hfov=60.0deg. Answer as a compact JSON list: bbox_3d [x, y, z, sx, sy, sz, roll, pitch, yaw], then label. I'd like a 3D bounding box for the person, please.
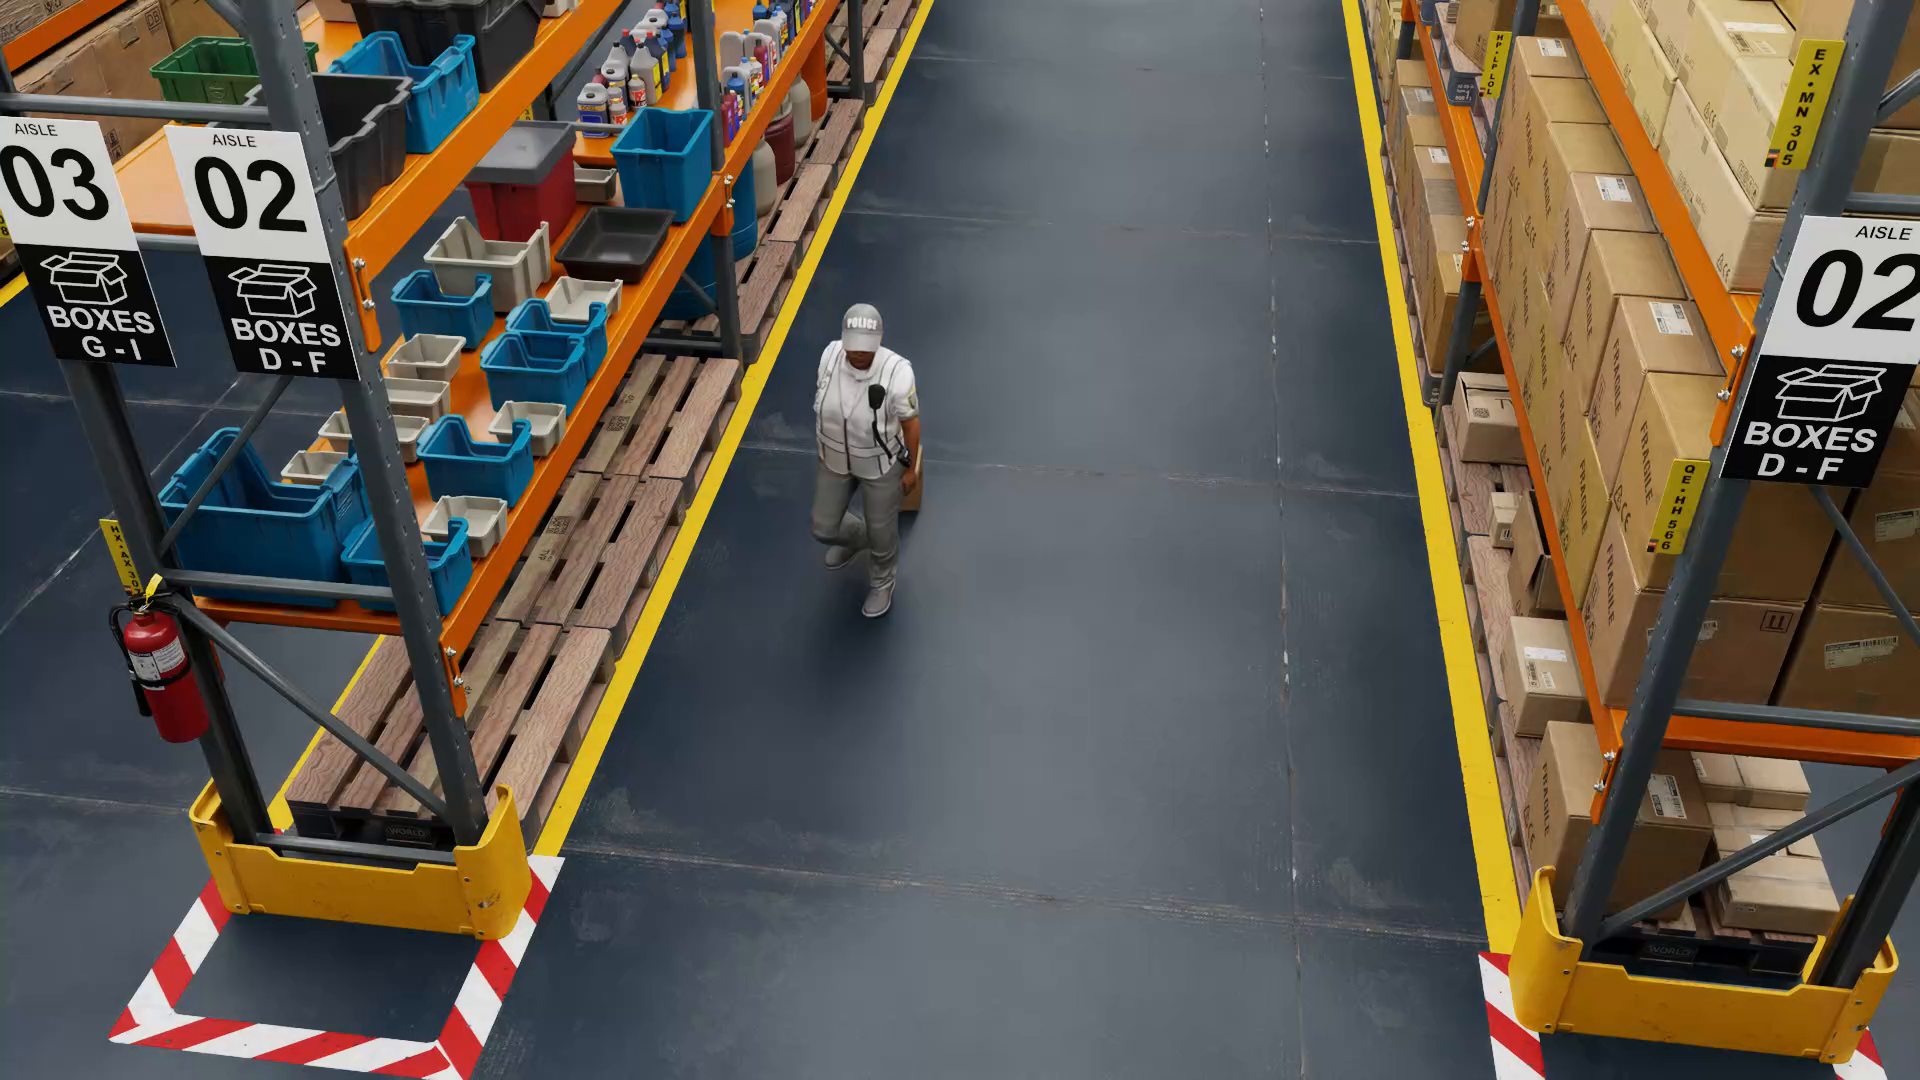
[{"bbox_3d":[-0.441,-0.371,7.533,0.555,1.655,0.522,11,38,15],"label":"person"}]
